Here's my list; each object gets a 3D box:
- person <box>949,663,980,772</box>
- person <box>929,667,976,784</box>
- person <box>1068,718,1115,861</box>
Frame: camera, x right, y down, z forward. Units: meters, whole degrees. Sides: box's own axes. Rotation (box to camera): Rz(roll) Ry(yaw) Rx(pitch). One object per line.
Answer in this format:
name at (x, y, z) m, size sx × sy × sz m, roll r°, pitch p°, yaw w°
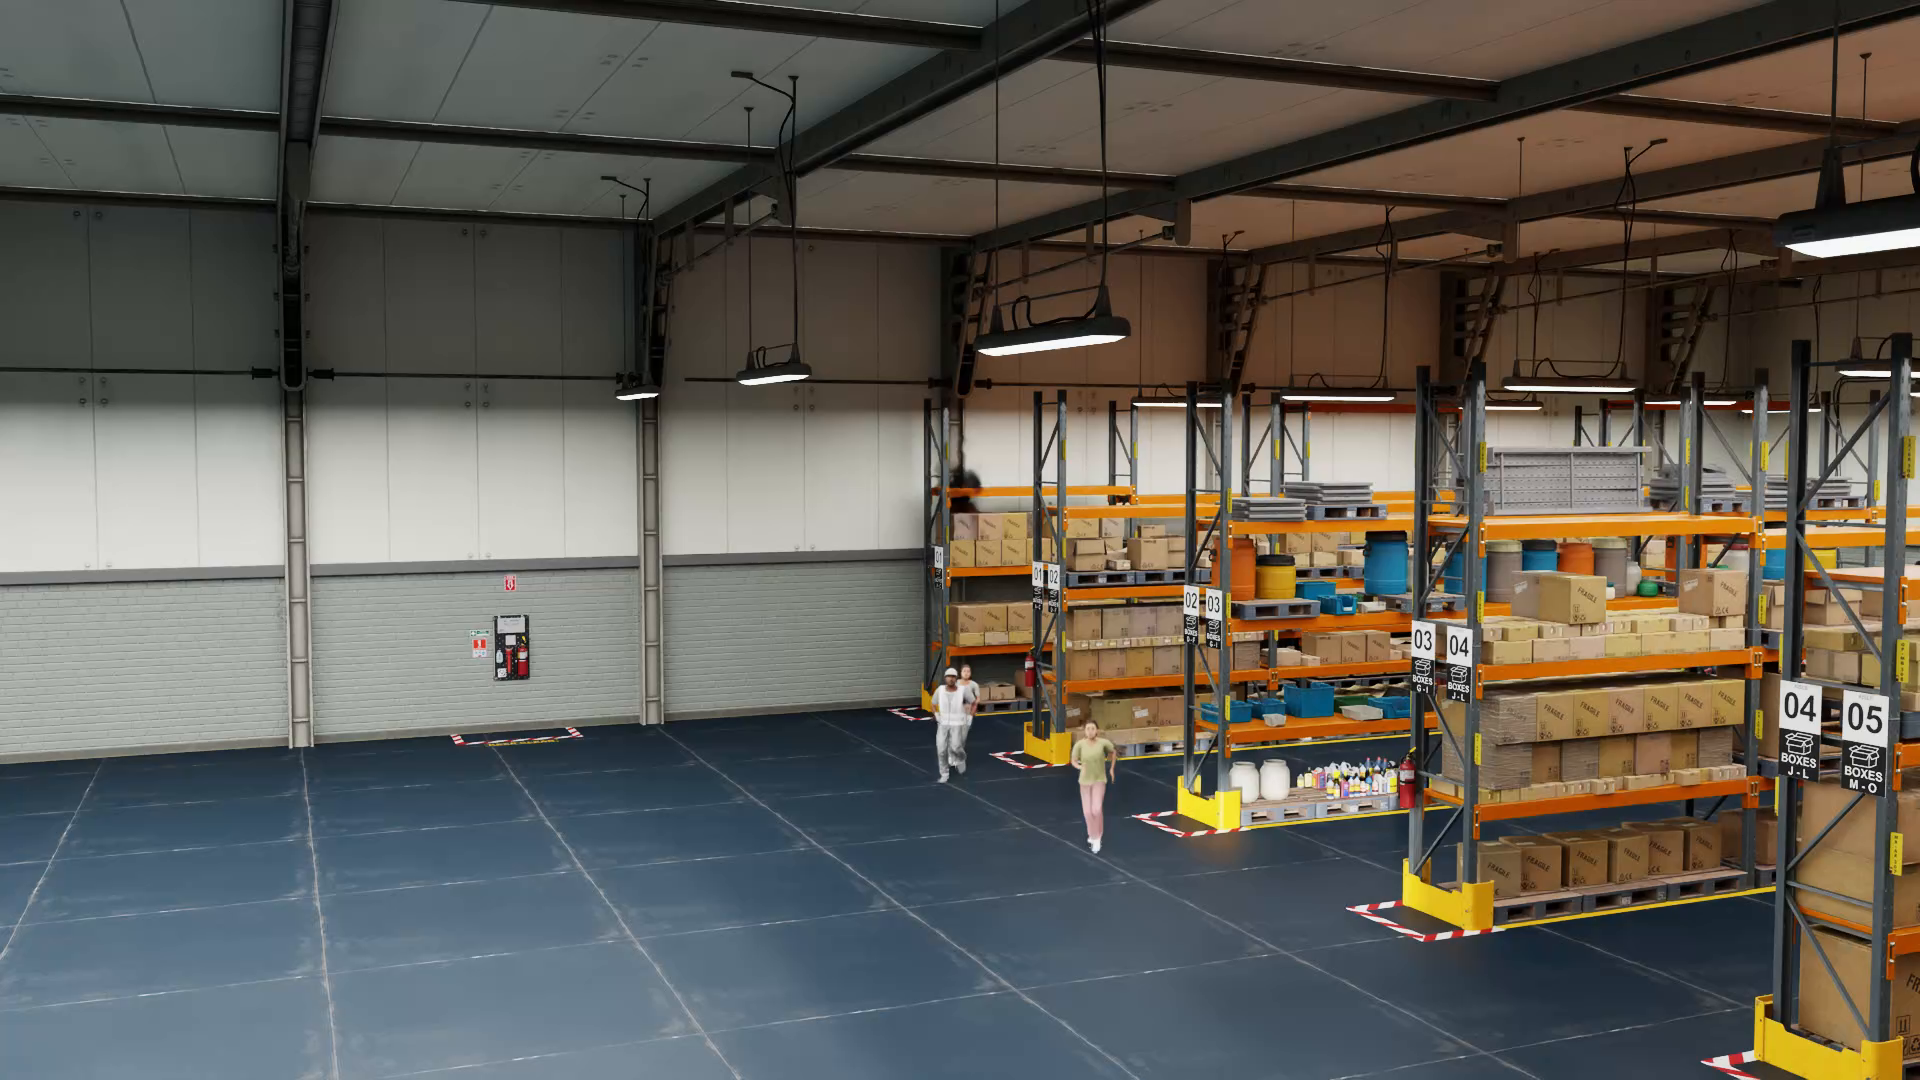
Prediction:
person at (0.023, 2.840, 26.311) m, size 0.570 × 1.619 × 0.672 m, roll 0°, pitch 3°, yaw -1°
person at (-0.145, 2.799, 25.121) m, size 0.681 × 1.764 × 0.686 m, roll 1°, pitch 3°, yaw 13°
person at (1.650, 3.086, 20.911) m, size 0.545 × 1.716 × 0.840 m, roll 1°, pitch 3°, yaw 12°
